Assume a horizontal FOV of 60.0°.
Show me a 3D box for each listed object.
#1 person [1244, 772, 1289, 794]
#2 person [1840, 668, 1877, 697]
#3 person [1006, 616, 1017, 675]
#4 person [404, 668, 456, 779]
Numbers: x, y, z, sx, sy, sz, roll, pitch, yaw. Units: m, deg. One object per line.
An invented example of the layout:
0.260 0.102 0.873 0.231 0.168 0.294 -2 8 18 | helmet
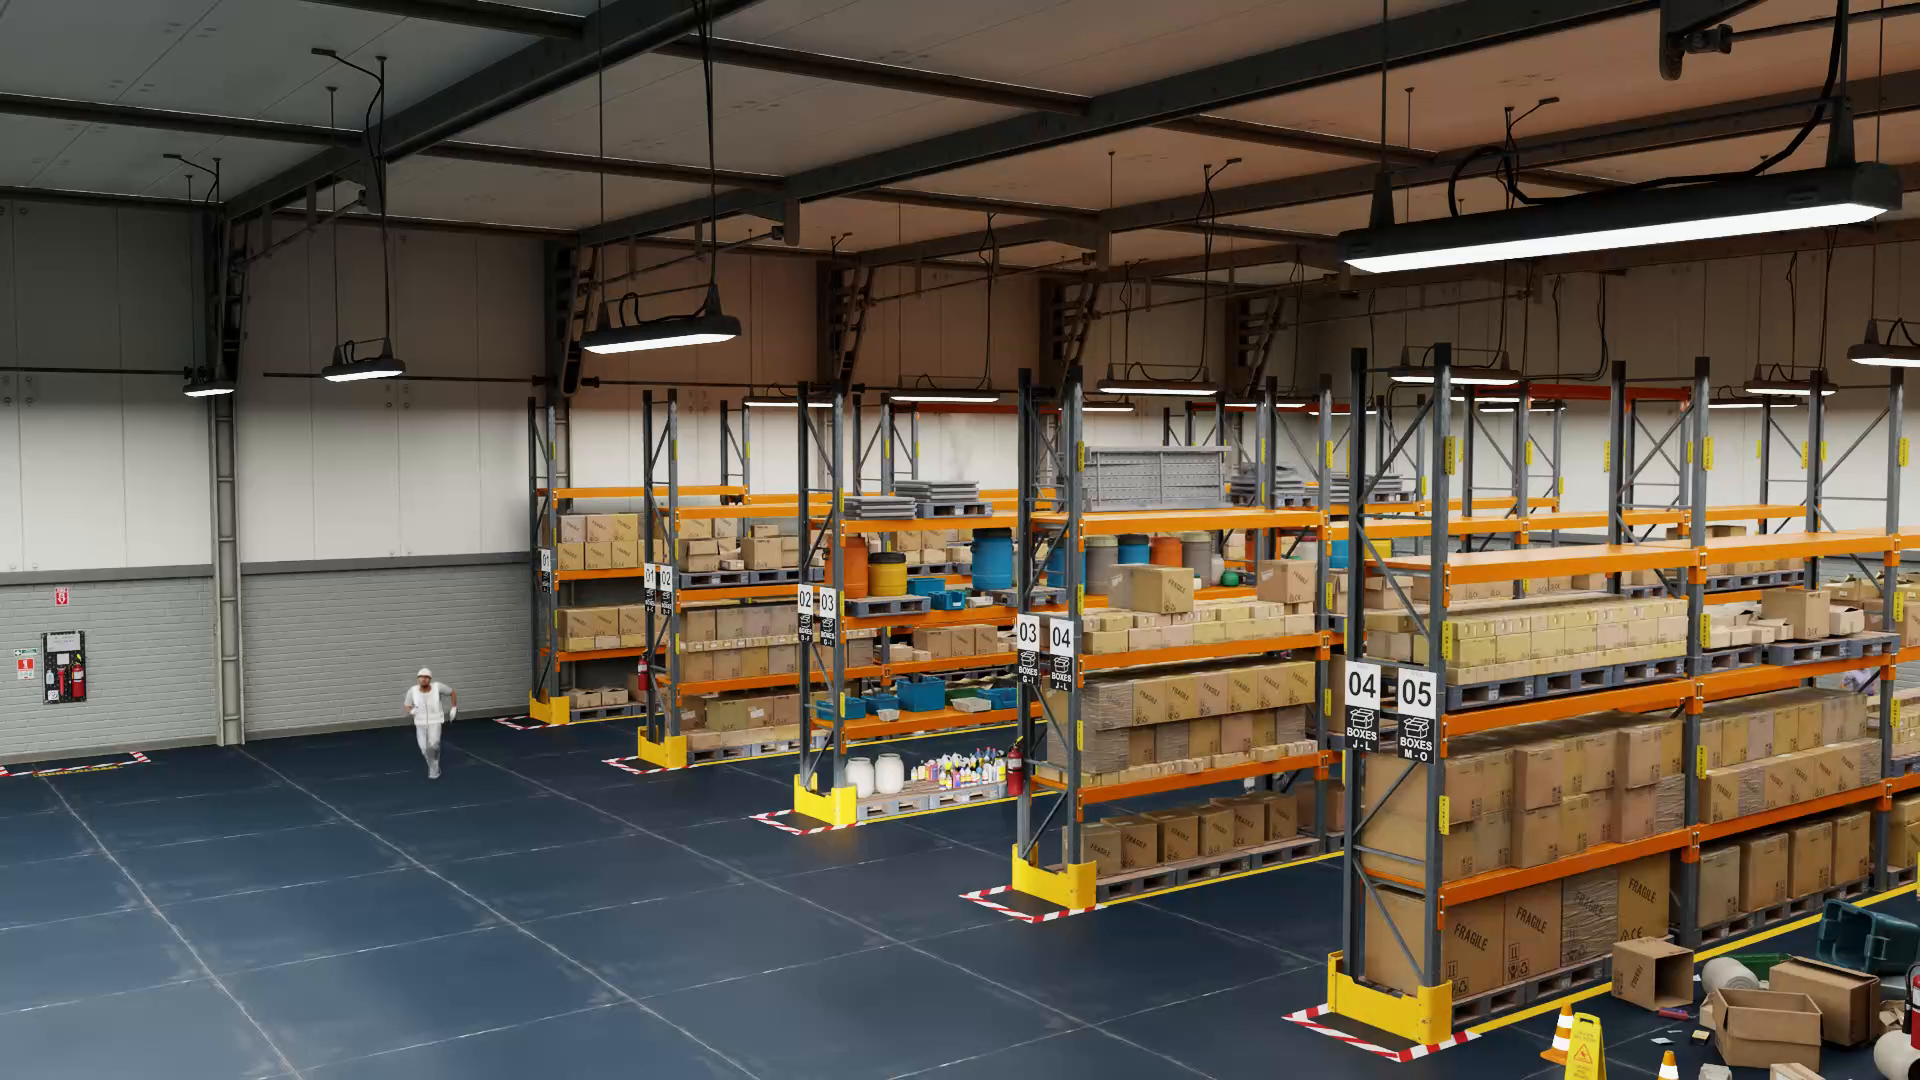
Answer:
4.314 2.923 23.640 0.996 1.780 0.670 -3 4 -39 | person
15.131 2.719 27.954 0.697 1.613 0.686 -1 3 -12 | person
1.191 2.280 33.395 0.922 1.781 0.692 -2 4 -34 | person
-8.035 2.794 25.192 0.726 1.722 0.728 0 3 -8 | person
